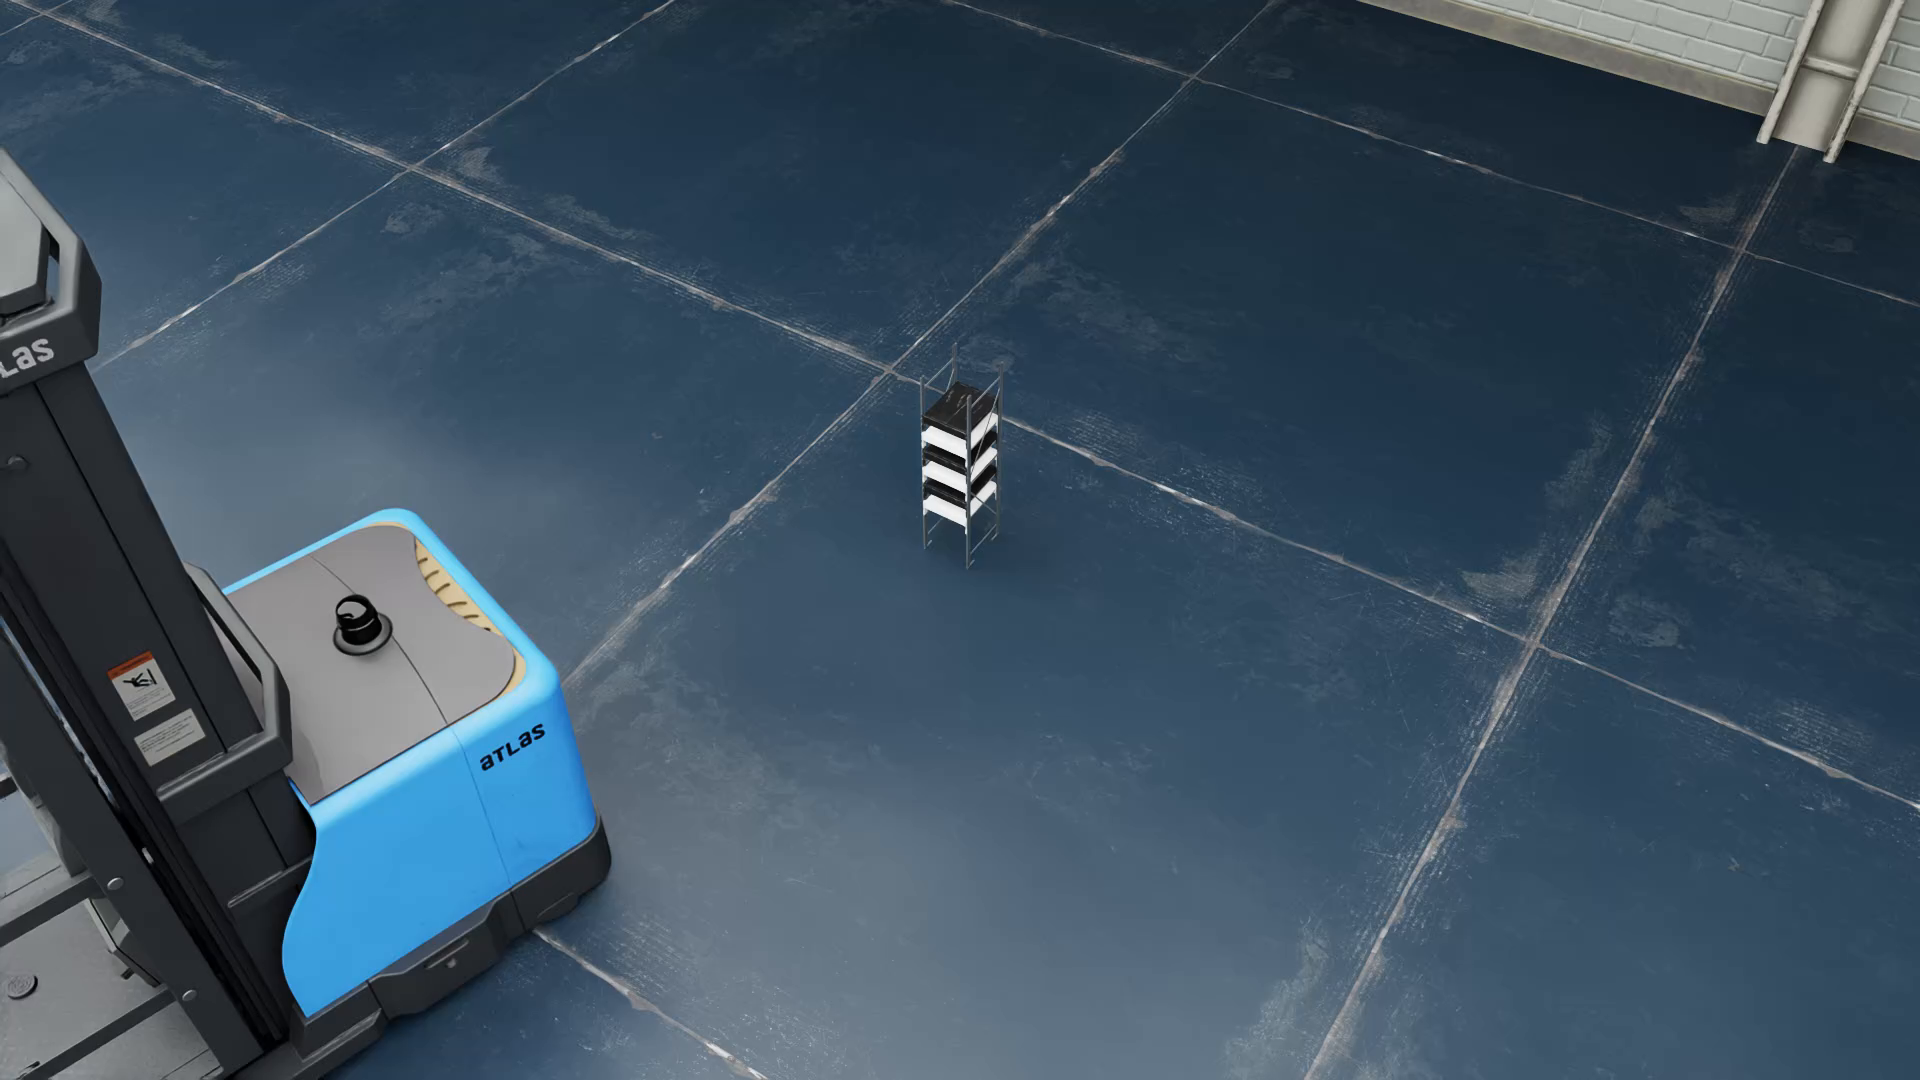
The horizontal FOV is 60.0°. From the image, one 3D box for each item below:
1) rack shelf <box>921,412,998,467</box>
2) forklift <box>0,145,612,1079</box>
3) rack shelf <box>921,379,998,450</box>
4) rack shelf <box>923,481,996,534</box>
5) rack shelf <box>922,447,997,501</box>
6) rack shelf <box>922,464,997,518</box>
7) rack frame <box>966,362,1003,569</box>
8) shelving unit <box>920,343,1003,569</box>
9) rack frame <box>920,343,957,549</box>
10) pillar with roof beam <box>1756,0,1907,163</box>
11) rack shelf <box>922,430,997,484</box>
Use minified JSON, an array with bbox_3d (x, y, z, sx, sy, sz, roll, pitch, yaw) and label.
[{"bbox_3d":[0.007,-0.413,6.319,0.200,0.077,0.258,25,51,22],"label":"rack shelf"},{"bbox_3d":[-2.616,0.551,4.171,3.031,2.935,1.130,-32,54,-27],"label":"forklift"},{"bbox_3d":[0.007,-0.475,6.254,0.200,0.077,0.258,25,51,22],"label":"rack shelf"},{"bbox_3d":[0.007,-0.162,6.577,0.200,0.077,0.258,25,51,22],"label":"rack shelf"},{"bbox_3d":[0.007,-0.287,6.448,0.200,0.077,0.258,25,51,22],"label":"rack shelf"},{"bbox_3d":[0.007,-0.225,6.513,0.200,0.077,0.258,25,51,22],"label":"rack shelf"},{"bbox_3d":[0.092,-0.271,6.386,0.006,0.900,0.240,25,51,22],"label":"rack frame"},{"bbox_3d":[0.007,-0.310,6.424,0.210,0.900,0.258,25,51,22],"label":"shelving unit"},{"bbox_3d":[-0.079,-0.350,6.462,0.006,0.900,0.240,25,51,22],"label":"rack frame"},{"bbox_3d":[2.138,-2.665,3.065,0.400,9.000,9.100,25,51,22],"label":"pillar with roof beam"},{"bbox_3d":[0.007,-0.350,6.384,0.200,0.077,0.258,25,51,22],"label":"rack shelf"}]
